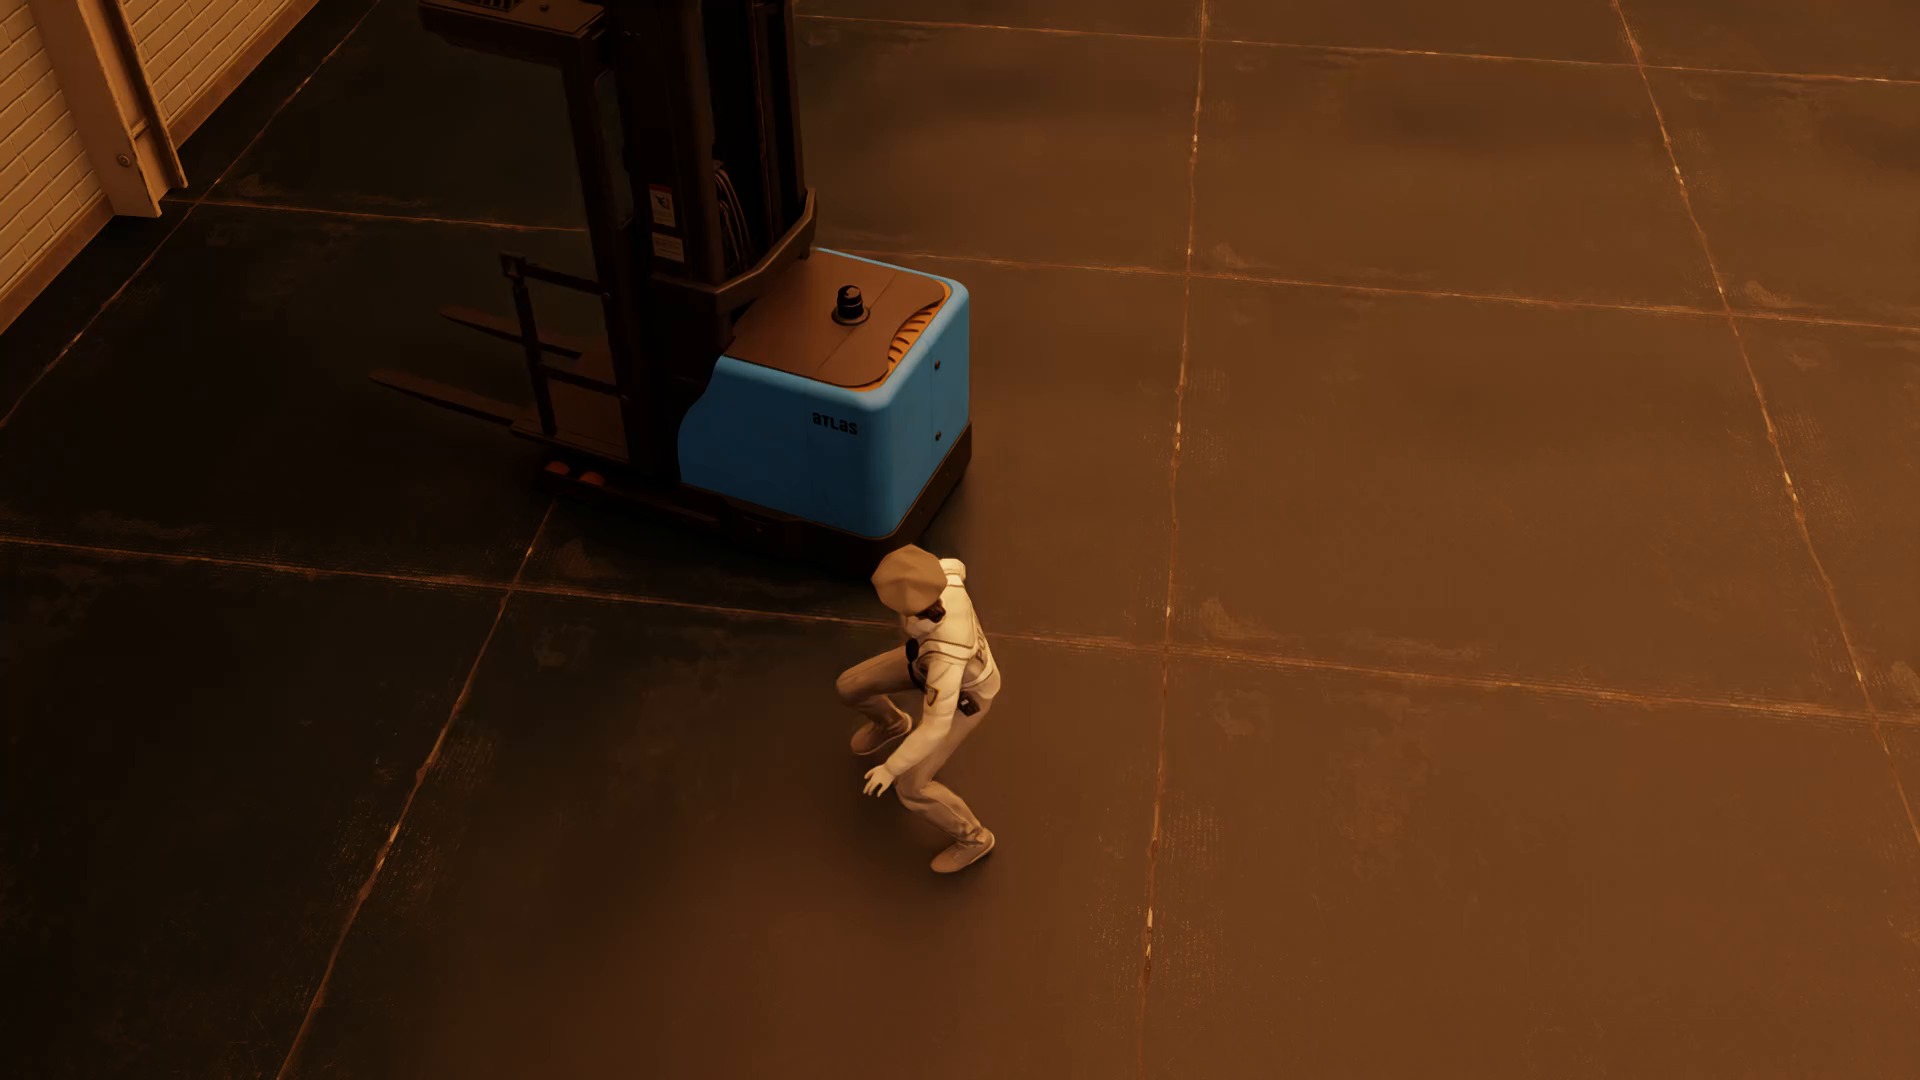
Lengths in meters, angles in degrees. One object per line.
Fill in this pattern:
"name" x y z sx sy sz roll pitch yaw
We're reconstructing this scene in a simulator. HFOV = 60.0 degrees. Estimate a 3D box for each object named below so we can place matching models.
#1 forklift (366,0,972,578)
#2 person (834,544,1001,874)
"forklift" -1.509 -1.558 7.421 3.031 2.935 1.130 16 45 17
"person" -0.148 0.553 6.264 0.624 1.456 0.744 -13 44 -13
